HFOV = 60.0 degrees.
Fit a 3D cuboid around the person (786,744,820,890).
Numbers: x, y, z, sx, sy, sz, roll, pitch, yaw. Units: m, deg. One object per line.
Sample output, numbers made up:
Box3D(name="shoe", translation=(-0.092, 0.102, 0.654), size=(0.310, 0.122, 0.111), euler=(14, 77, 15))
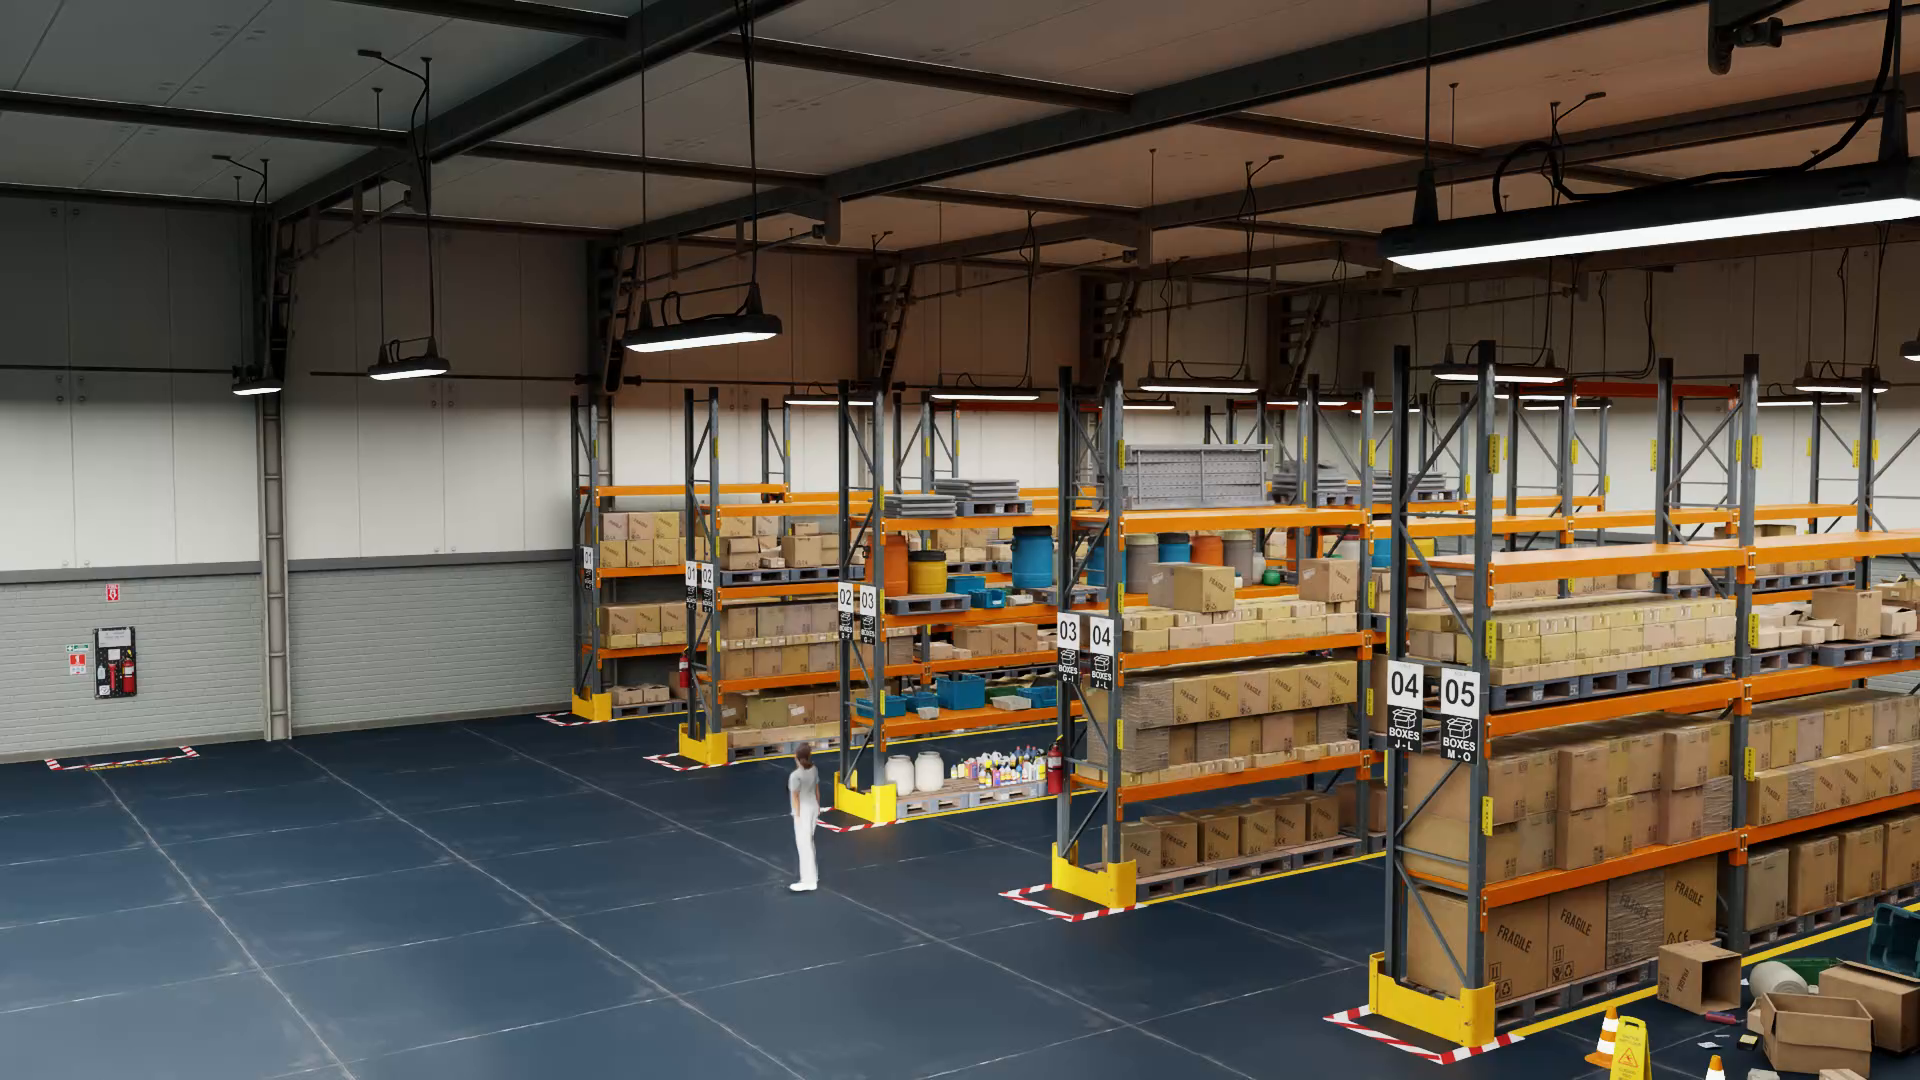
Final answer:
Box3D(name="person", translation=(-1.768, 3.176, 19.150), size=(0.391, 1.708, 0.593), euler=(1, 4, 23))
